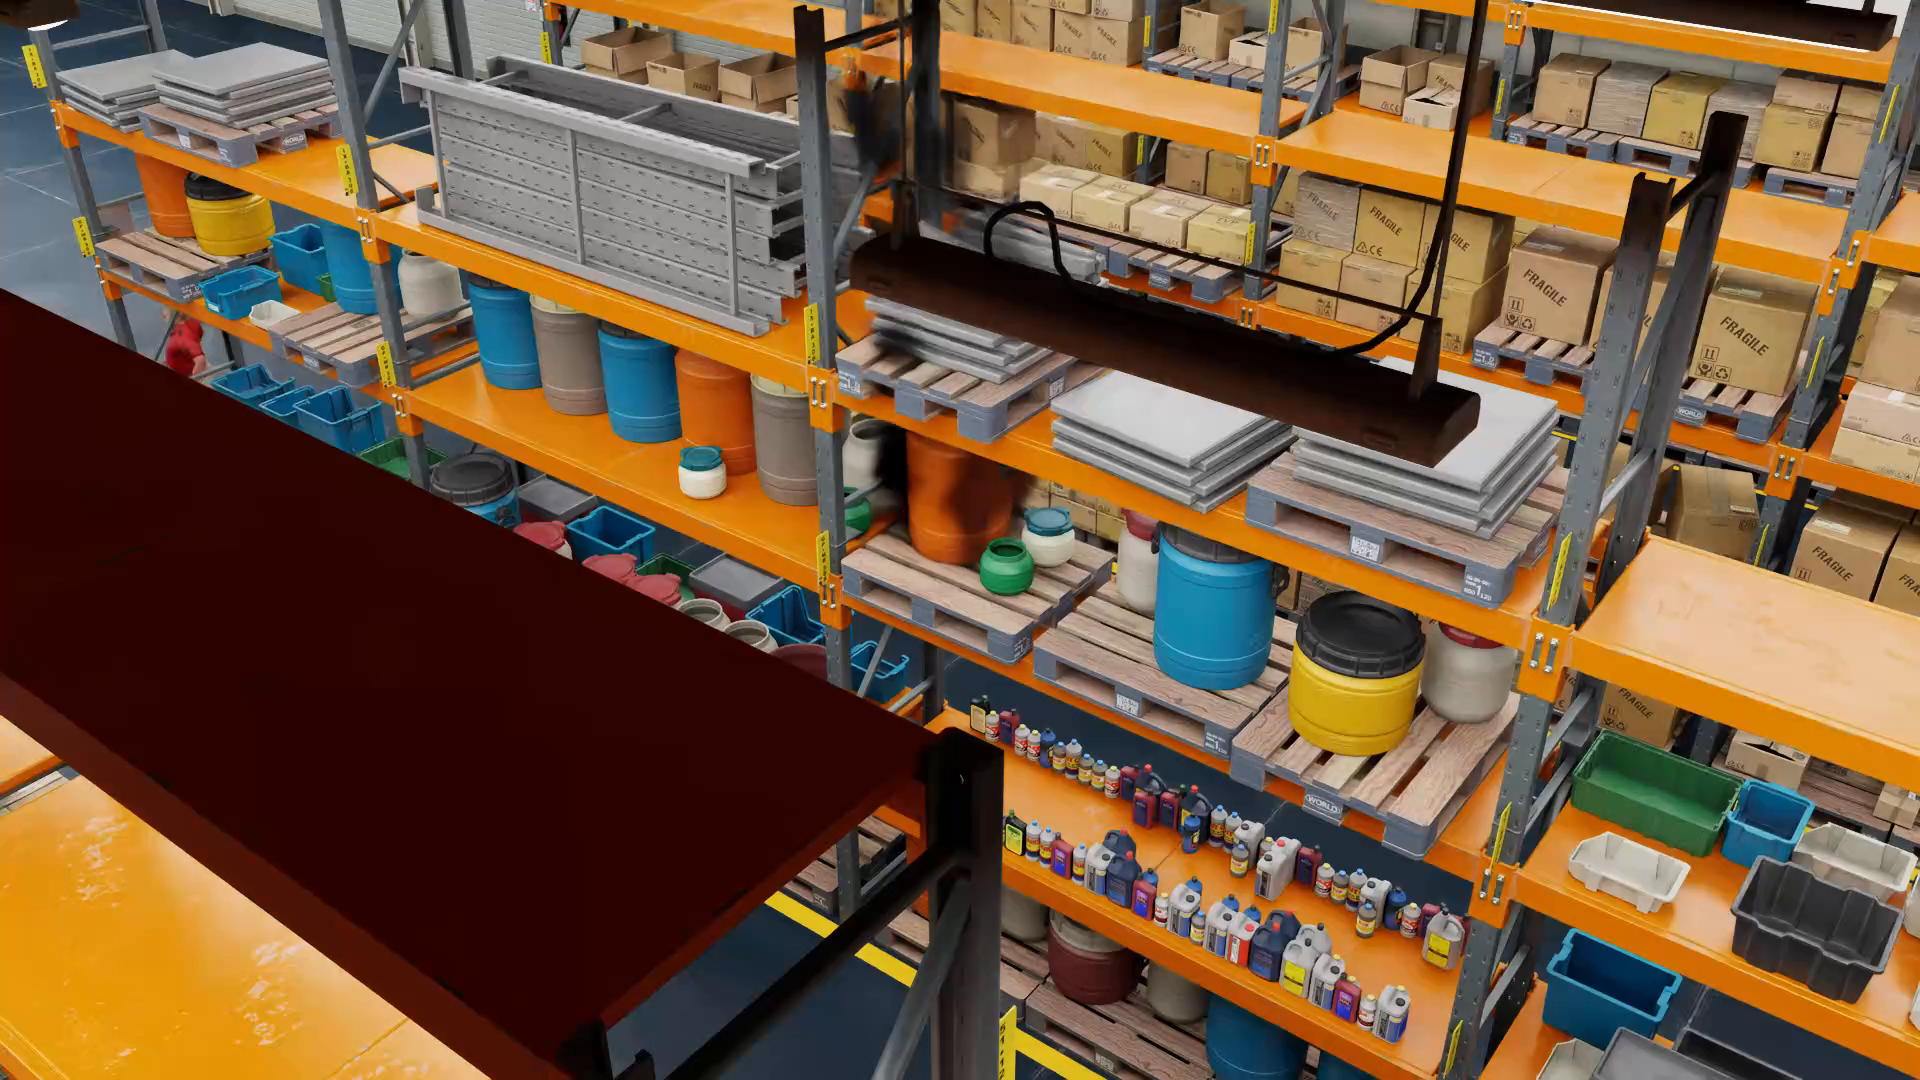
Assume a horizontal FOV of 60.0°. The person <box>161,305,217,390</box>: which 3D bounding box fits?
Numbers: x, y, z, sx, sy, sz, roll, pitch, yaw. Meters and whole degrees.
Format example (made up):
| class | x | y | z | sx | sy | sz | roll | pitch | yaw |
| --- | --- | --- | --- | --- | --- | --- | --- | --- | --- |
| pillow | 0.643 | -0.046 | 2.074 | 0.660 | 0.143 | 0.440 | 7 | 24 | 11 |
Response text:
| class | x | y | z | sx | sy | sz | roll | pitch | yaw |
| --- | --- | --- | --- | --- | --- | --- | --- | --- | --- |
| person | -7.433 | -1.517 | 16.146 | 0.852 | 1.757 | 0.742 | -3 | 32 | -5 |
